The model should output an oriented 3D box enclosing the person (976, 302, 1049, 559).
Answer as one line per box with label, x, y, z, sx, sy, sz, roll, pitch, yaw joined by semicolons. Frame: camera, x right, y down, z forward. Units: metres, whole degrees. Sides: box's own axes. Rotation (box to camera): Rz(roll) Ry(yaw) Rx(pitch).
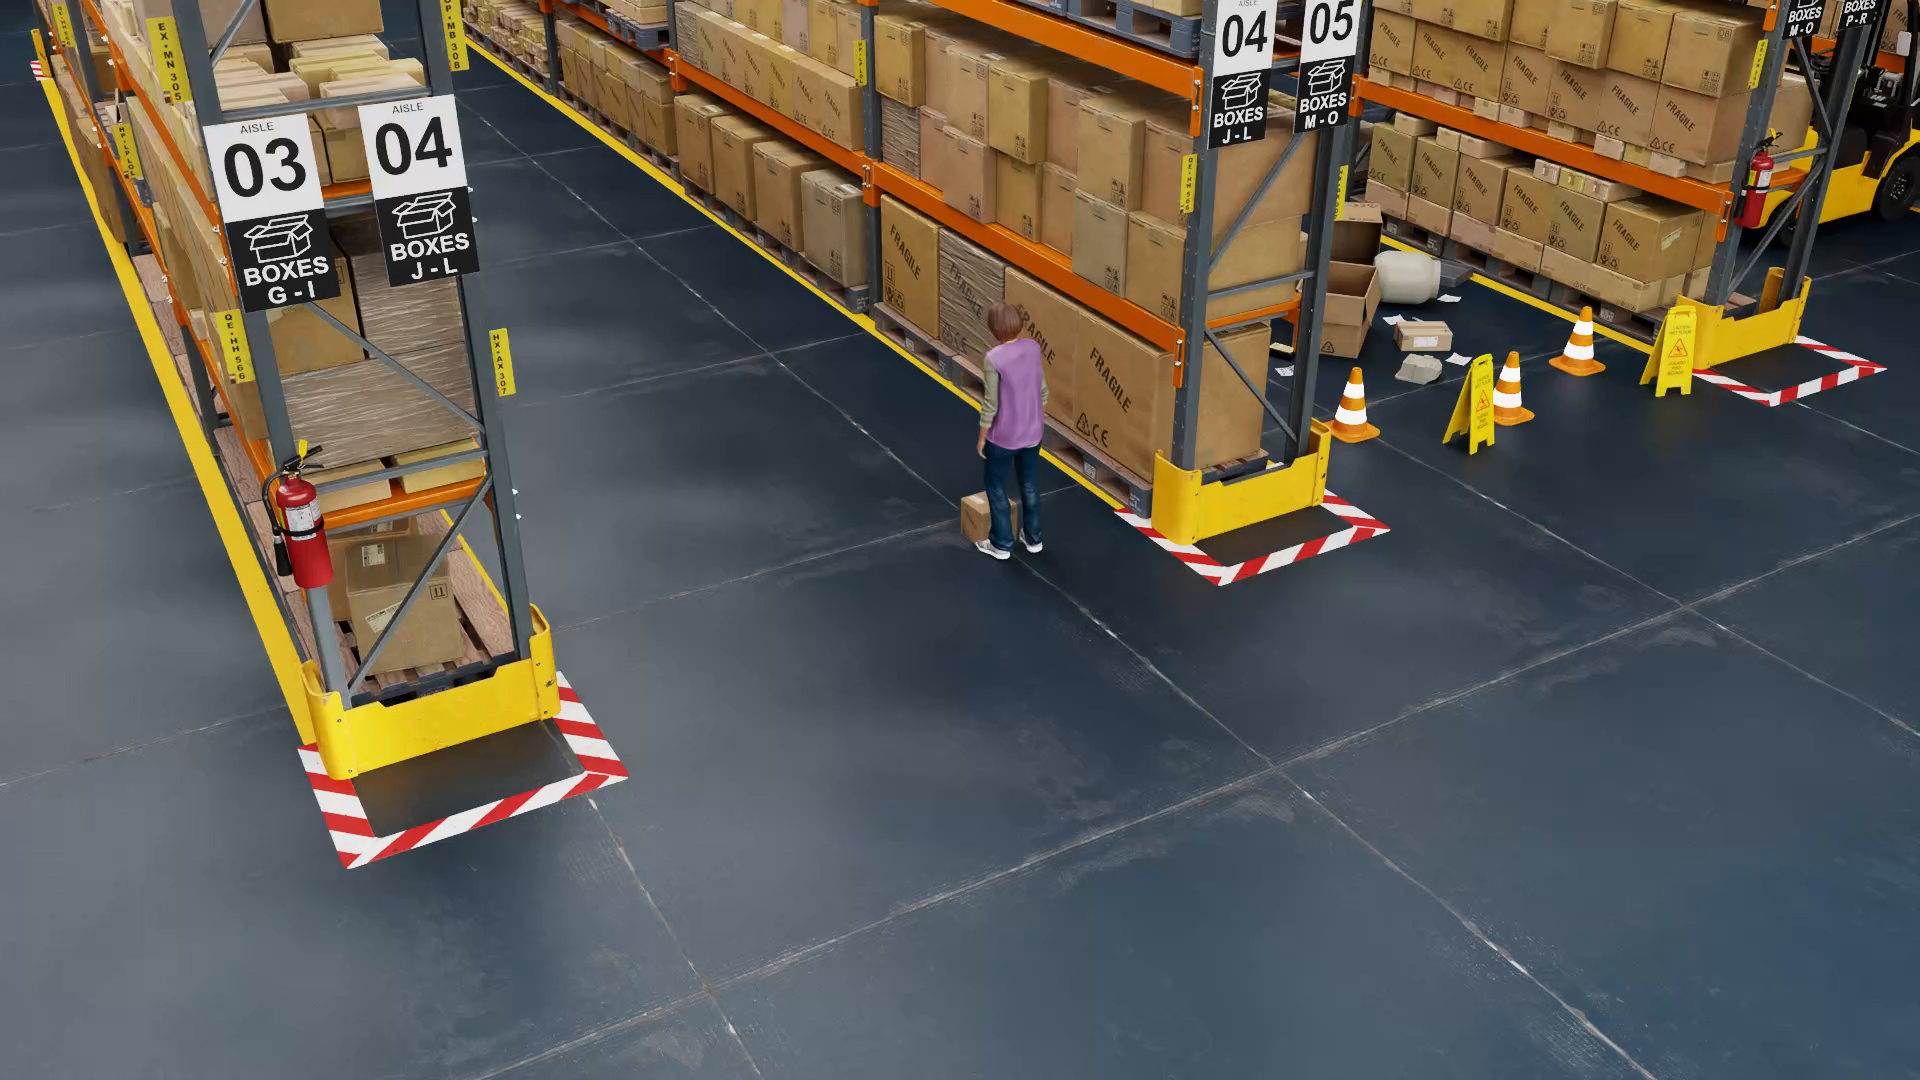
person;0.295;-0.620;9.662;0.476;1.591;0.377;-18;34;-29
